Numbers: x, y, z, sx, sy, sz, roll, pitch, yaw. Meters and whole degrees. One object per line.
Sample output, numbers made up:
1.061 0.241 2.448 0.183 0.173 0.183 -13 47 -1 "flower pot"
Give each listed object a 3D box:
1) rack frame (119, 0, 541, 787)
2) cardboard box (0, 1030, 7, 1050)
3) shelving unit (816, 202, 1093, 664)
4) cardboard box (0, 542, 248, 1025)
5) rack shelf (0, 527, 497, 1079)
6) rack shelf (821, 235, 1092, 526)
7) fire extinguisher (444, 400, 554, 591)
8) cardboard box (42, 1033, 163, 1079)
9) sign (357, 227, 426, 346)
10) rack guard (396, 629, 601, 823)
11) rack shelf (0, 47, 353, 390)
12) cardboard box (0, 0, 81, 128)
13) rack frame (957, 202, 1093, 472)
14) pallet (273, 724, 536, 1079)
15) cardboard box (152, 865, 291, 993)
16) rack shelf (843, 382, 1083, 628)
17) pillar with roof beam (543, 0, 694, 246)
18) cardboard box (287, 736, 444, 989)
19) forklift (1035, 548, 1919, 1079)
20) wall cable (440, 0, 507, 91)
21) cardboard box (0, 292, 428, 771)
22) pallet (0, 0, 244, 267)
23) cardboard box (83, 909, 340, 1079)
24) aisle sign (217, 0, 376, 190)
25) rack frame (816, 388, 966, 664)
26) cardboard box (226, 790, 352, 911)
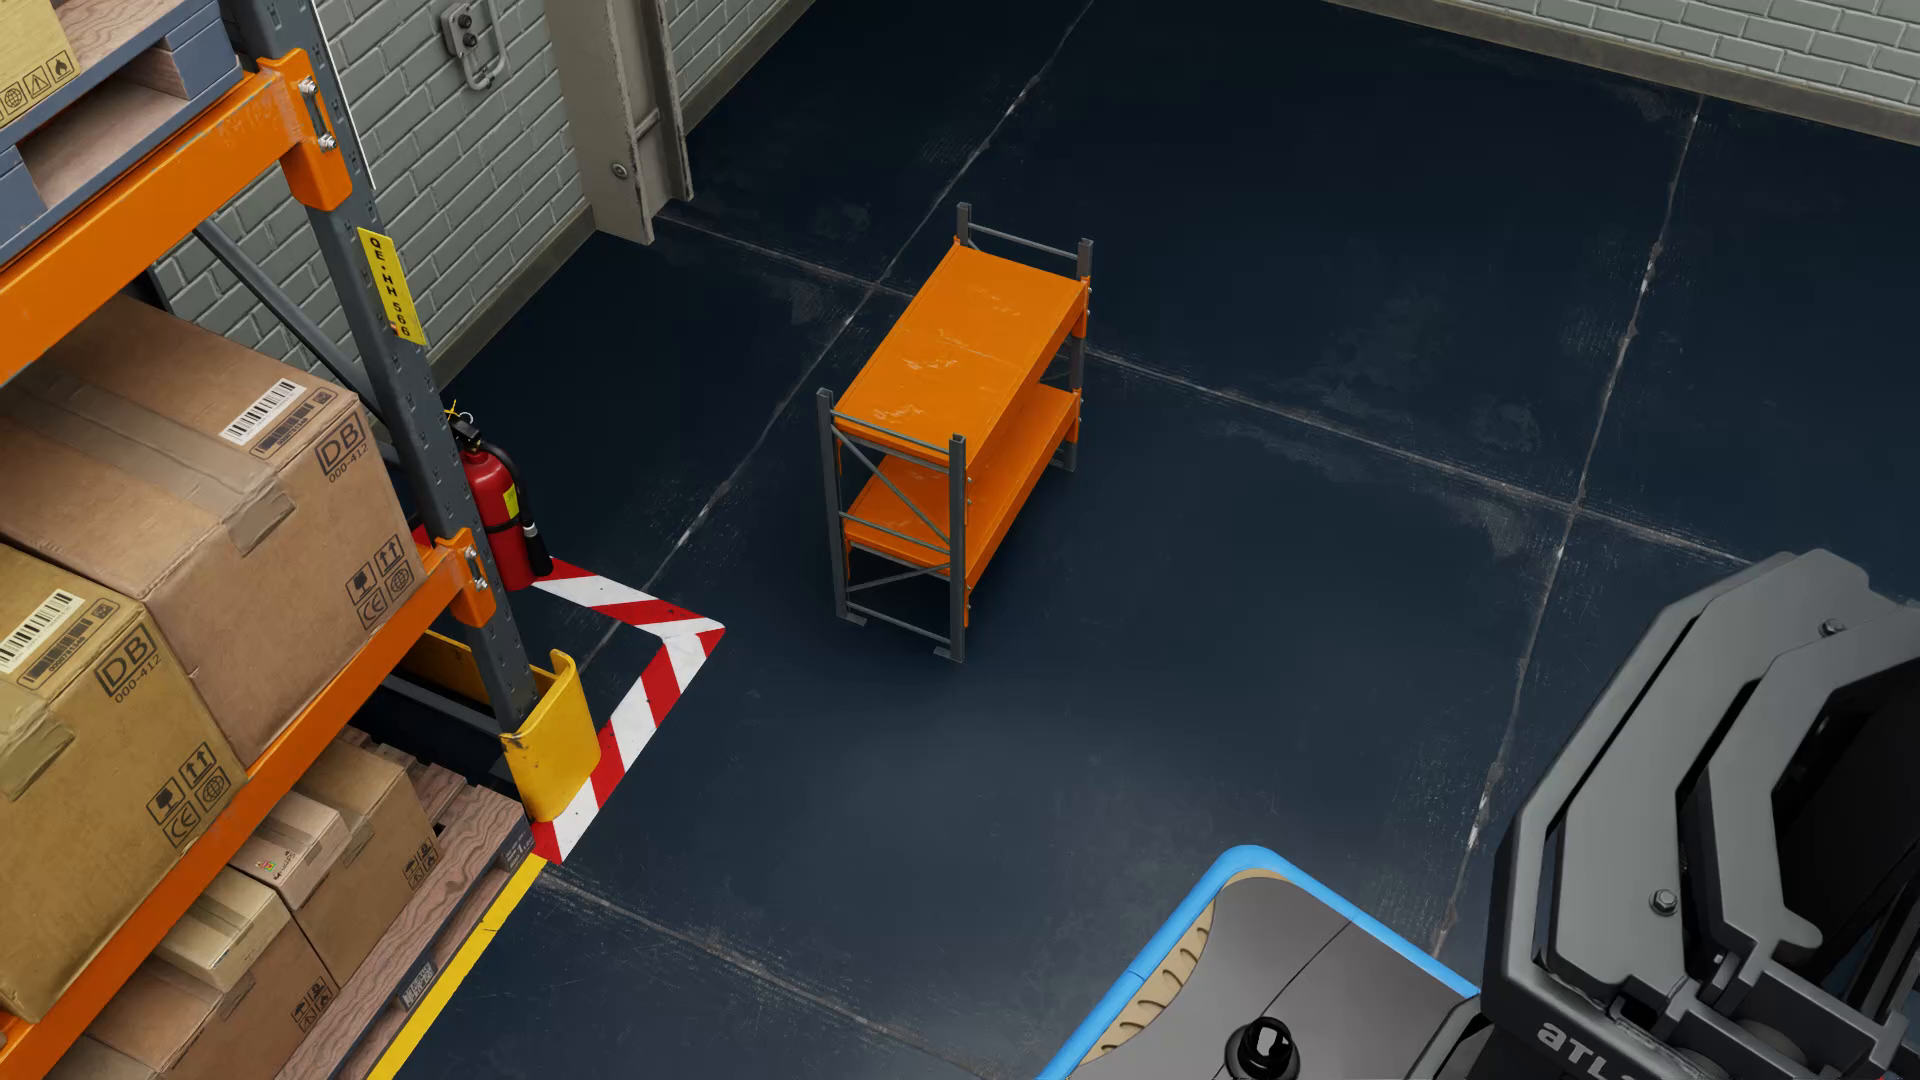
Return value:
-1.805 -0.319 4.552 1.000 3.000 0.127 20 52 16 "rack frame"
-2.648 0.964 3.263 0.980 0.700 0.700 18 52 14 "cardboard box"
0.003 -0.369 5.826 0.538 1.125 1.048 20 52 16 "shelving unit"
-2.314 0.442 3.707 0.980 0.700 0.700 19 52 16 "cardboard box"
-2.659 1.291 3.654 1.077 0.370 4.000 20 52 16 "rack shelf"
0.003 -0.559 5.603 0.538 0.278 1.000 20 52 16 "rack shelf"
-1.323 -0.127 4.684 0.296 0.674 0.183 20 52 16 "fire extinguisher"
-2.441 1.560 4.318 0.700 0.500 0.500 18 52 15 "cardboard box"
-1.320 -0.585 3.863 0.100 0.325 0.005 20 52 16 "sign"
-1.795 0.474 5.518 1.175 0.500 0.348 20 52 16 "rack guard"
-2.659 0.319 2.512 1.077 0.370 4.000 20 52 16 "rack shelf"
-1.878 -0.821 2.766 0.500 0.250 0.500 21 53 17 "cardboard box"
0.220 -0.719 6.123 0.500 1.125 0.032 20 52 16 "rack frame"
-2.076 1.160 5.124 1.003 0.211 1.213 20 52 16 "pallet"
-2.012 0.983 4.384 0.380 0.149 0.250 21 53 17 "cardboard box"
0.003 -0.211 6.012 0.538 0.278 1.000 20 52 16 "rack shelf"
2.459 -3.003 2.897 9.100 9.000 0.400 20 52 16 "pillar with roof beam"
-2.013 0.869 4.906 0.700 0.500 0.500 20 52 16 "cardboard box"
1.547 1.494 3.054 3.031 2.935 1.130 32 57 24 "forklift"
-2.113 -1.838 5.177 0.084 1.984 1.851 20 52 16 "wall cable"
-2.014 -0.062 4.136 0.980 0.700 0.700 22 53 18 "cardboard box"
-2.112 -0.749 3.006 1.003 0.211 1.213 20 52 16 "pallet"
-2.227 1.214 4.613 0.700 0.500 0.500 20 52 16 "cardboard box"
-1.503 -1.114 3.521 0.394 0.787 0.004 20 52 16 "aisle sign"
-0.214 -0.019 5.528 0.500 1.125 0.032 20 52 16 "rack frame"
-1.904 0.807 4.534 0.380 0.149 0.250 19 52 16 "cardboard box"
